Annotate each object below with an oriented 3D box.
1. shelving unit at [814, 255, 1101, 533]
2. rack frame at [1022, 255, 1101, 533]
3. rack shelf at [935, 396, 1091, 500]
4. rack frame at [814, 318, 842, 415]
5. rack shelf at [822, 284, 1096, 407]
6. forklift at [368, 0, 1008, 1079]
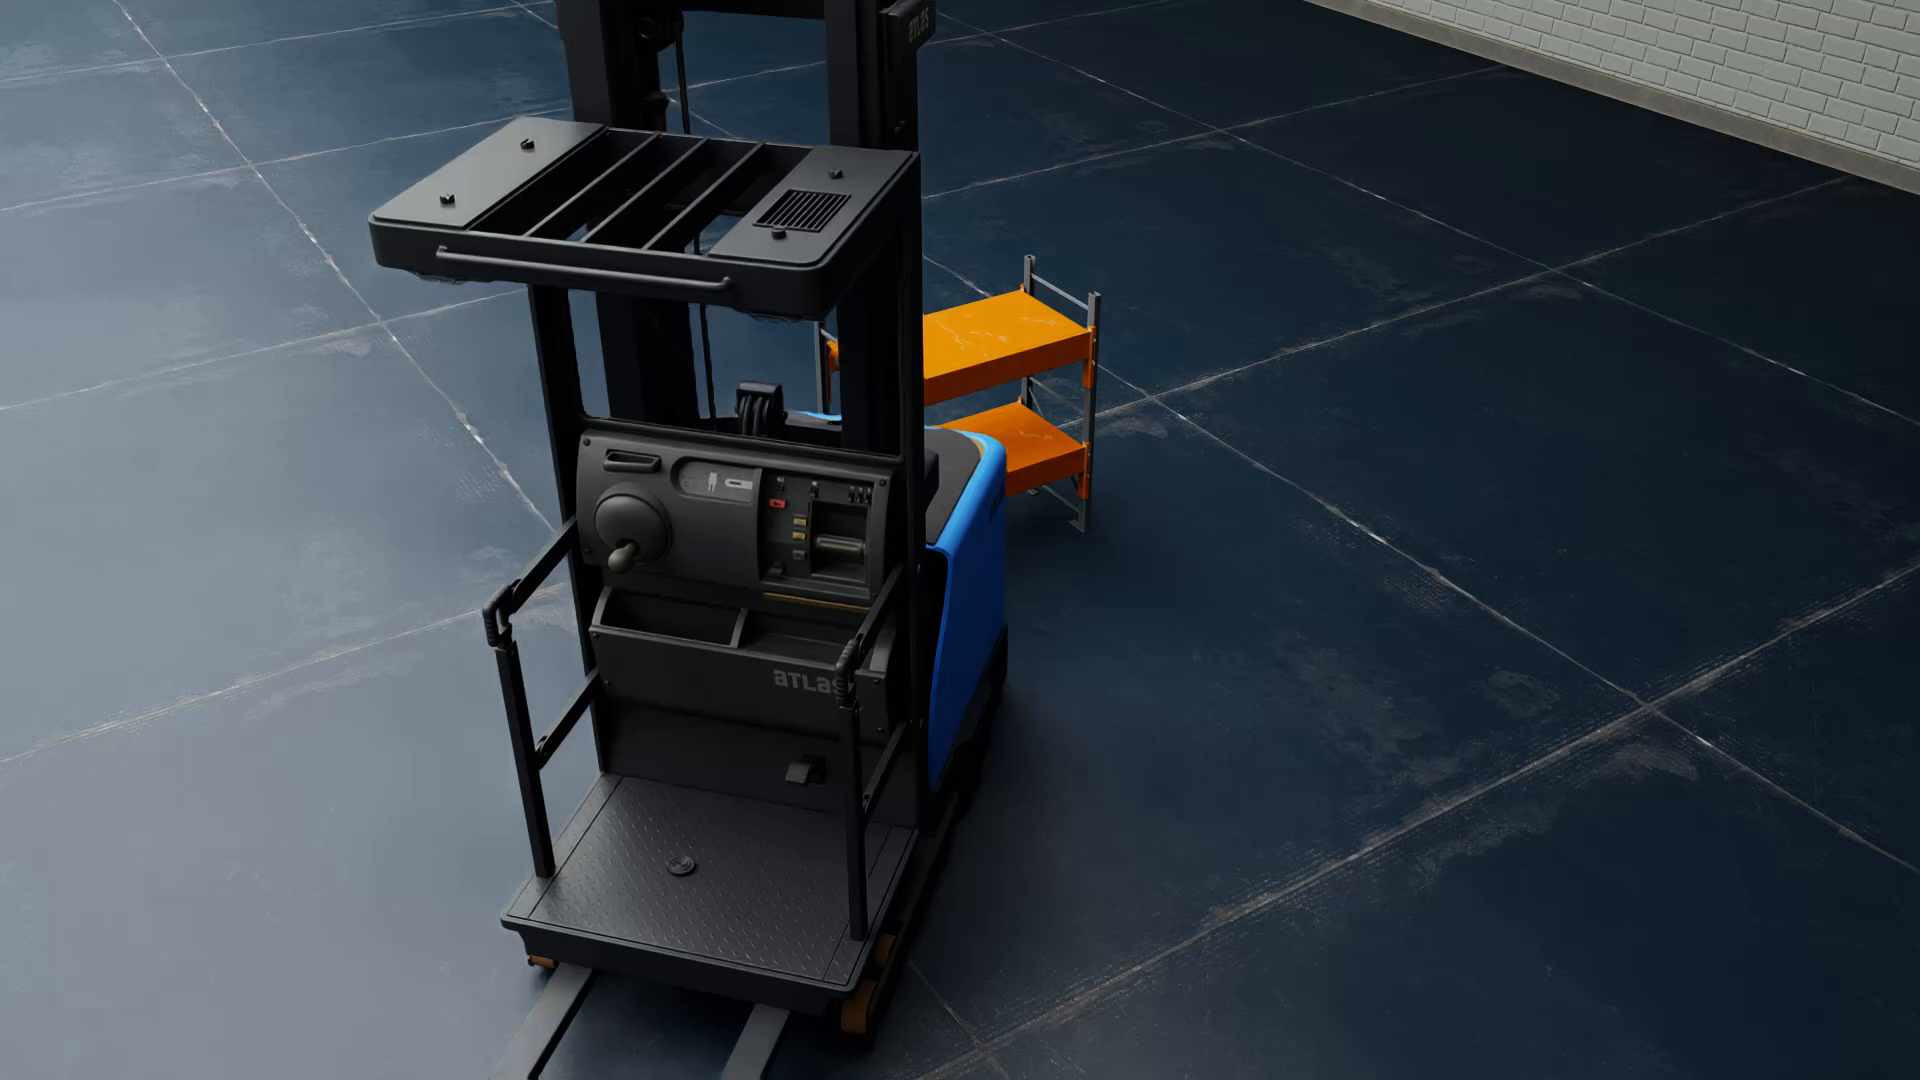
[{"bbox_3d":[-0.006,-0.474,6.947,1.048,1.125,0.538,-19,37,-27],"label":"shelving unit"},{"bbox_3d":[0.422,-0.621,7.180,0.032,1.125,0.500,-19,37,-27],"label":"rack frame"},{"bbox_3d":[-0.006,-0.267,7.077,1.000,0.278,0.538,-19,37,-27],"label":"rack shelf"},{"bbox_3d":[-0.433,-0.327,6.714,0.032,1.125,0.500,-19,37,-27],"label":"rack frame"},{"bbox_3d":[-0.006,-0.721,6.791,1.000,0.278,0.538,-19,37,-27],"label":"rack shelf"},{"bbox_3d":[-0.699,-0.007,4.514,1.130,2.935,3.031,8,33,13],"label":"forklift"}]
